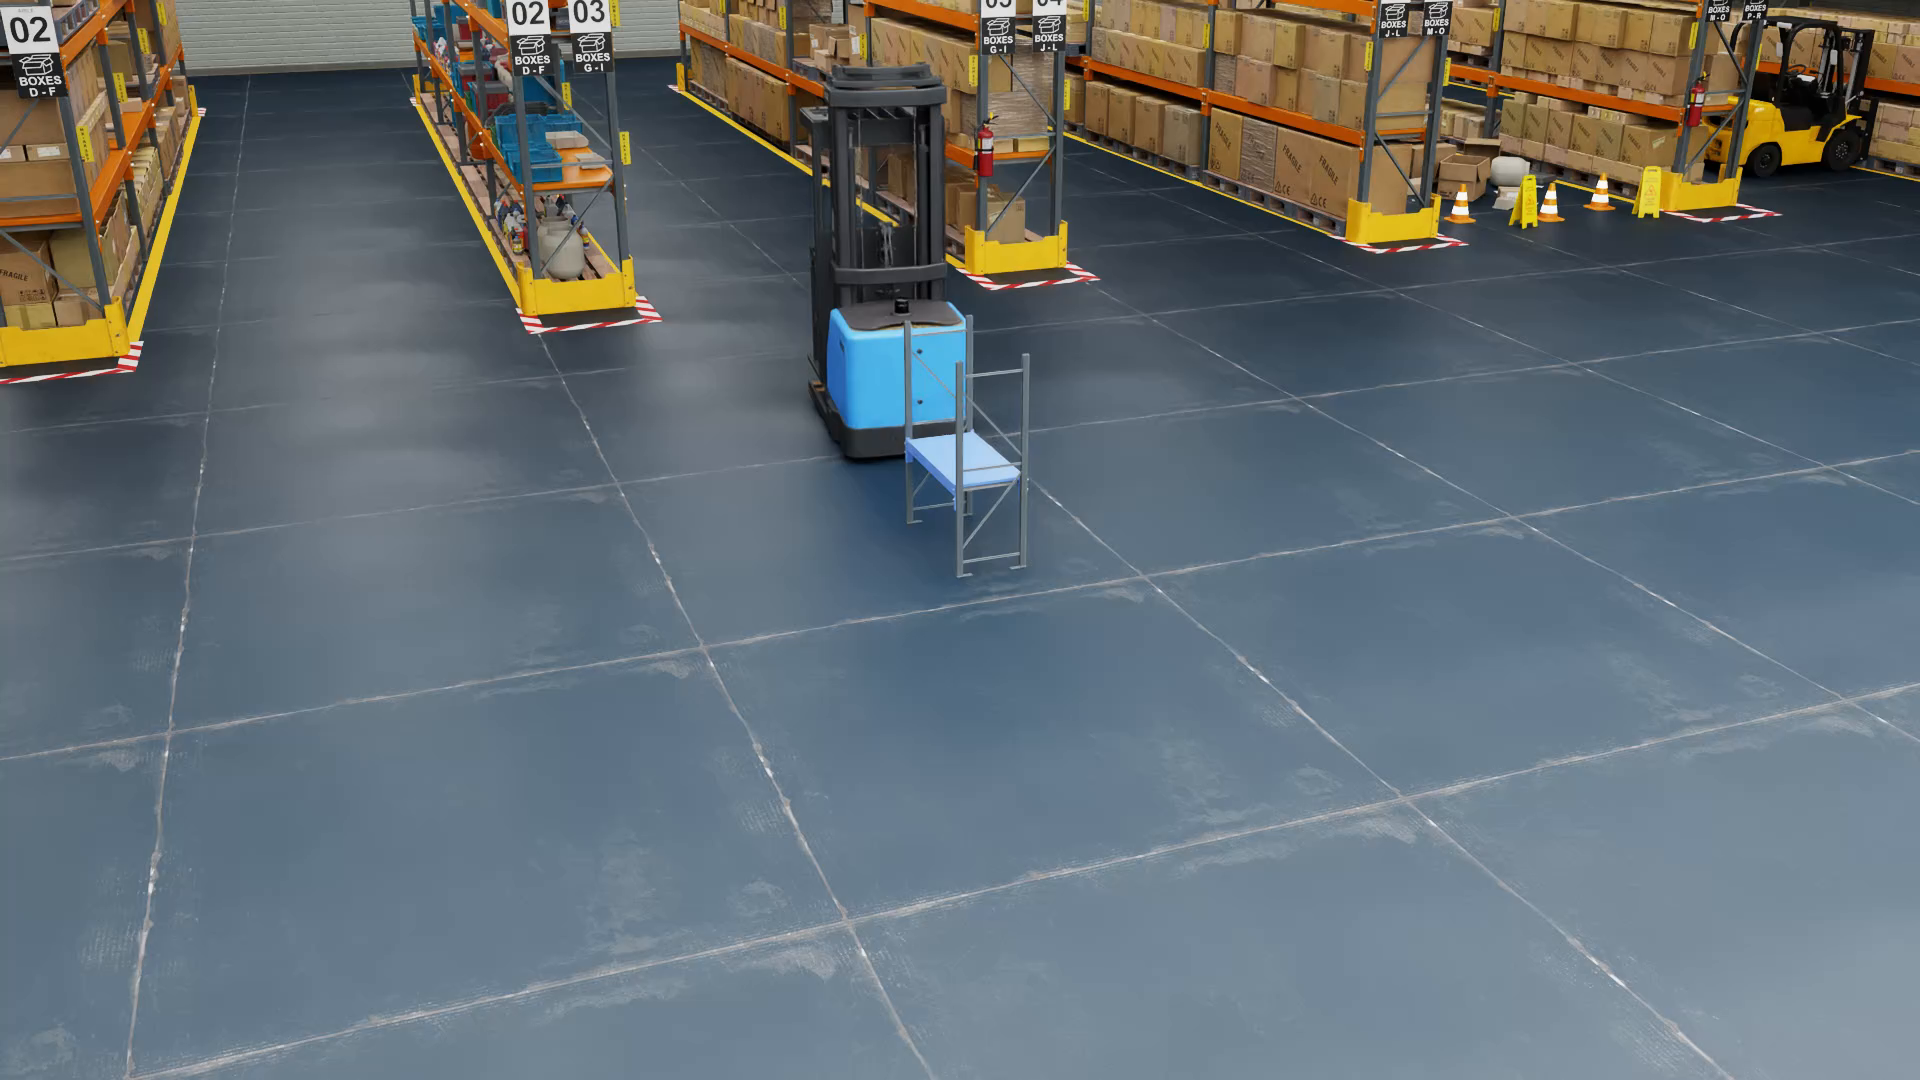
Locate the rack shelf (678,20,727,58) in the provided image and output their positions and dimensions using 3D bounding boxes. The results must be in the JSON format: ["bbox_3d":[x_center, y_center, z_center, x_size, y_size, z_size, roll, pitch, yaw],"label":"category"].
[{"bbox_3d":[-4.273,-9.259,30.781,1.077,0.370,4.000,-8,24,-19],"label":"rack shelf"}]

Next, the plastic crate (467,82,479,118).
[{"bbox_3d":[-6.054,-5.628,21.261,0.392,0.384,0.575,-8,24,-19],"label":"plastic crate"}]

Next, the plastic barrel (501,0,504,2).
[{"bbox_3d":[-4.482,-5.883,17.201,0.600,0.588,0.600,0,23,0],"label":"plastic barrel"}]

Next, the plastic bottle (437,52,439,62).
[{"bbox_3d":[-8.214,-7.658,26.313,0.097,0.201,0.097,0,23,0],"label":"plastic bottle"}]

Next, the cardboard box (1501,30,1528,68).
[{"bbox_3d":[8.426,-7.302,24.700,0.500,0.500,0.500,-8,24,-19],"label":"cardboard box"}]

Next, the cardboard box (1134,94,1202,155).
[{"bbox_3d":[3.295,-6.322,25.243,1.050,0.750,0.750,-8,24,-19],"label":"cardboard box"}]

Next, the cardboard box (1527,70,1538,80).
[{"bbox_3d":[8.602,-6.865,24.500,0.380,0.149,0.250,-8,24,-19],"label":"cardboard box"}]

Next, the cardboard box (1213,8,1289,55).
[{"bbox_3d":[4.034,-7.029,22.980,0.875,0.550,0.550,-8,24,-19],"label":"cardboard box"}]

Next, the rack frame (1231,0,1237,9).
[{"bbox_3d":[5.705,-10.223,32.144,1.000,3.000,0.127,-8,24,-19],"label":"rack frame"}]

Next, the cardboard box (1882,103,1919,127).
[{"bbox_3d":[13.946,-6.242,24.410,0.500,0.250,0.500,-8,24,-18],"label":"cardboard box"}]

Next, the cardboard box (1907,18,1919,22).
[{"bbox_3d":[14.310,-7.666,24.729,0.380,0.149,0.250,-9,24,-20],"label":"cardboard box"}]

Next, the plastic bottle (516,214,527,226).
[{"bbox_3d":[-5.130,-3.681,19.562,0.152,0.276,0.135,-8,24,-19],"label":"plastic bottle"}]

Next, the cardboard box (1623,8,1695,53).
[{"bbox_3d":[9.388,-6.848,22.335,0.700,0.500,0.500,-8,24,-18],"label":"cardboard box"}]

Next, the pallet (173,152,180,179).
[{"bbox_3d":[-12.078,-5.486,24.495,1.003,0.211,1.213,-8,24,-19],"label":"pallet"}]

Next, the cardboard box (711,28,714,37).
[{"bbox_3d":[-4.253,-9.094,29.788,0.380,0.149,0.250,-8,24,-18],"label":"cardboard box"}]

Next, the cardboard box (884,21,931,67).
[{"bbox_3d":[-0.641,-6.221,20.848,0.500,0.500,0.500,-8,24,-19],"label":"cardboard box"}]

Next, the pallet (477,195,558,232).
[{"bbox_3d":[-5.687,-4.272,21.615,1.003,0.211,1.213,-8,24,-19],"label":"pallet"}]

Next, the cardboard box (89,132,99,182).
[{"bbox_3d":[-9.298,-3.925,17.072,0.700,0.500,0.500,-8,24,-17],"label":"cardboard box"}]

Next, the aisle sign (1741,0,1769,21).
[{"bbox_3d":[10.256,-7.081,21.341,0.394,0.787,0.004,-8,24,-19],"label":"aisle sign"}]

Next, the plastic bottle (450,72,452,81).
[{"bbox_3d":[-7.410,-6.849,24.288,0.061,0.283,0.133,-8,24,-19],"label":"plastic bottle"}]

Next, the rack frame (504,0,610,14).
[{"bbox_3d":[-3.961,-6.588,15.795,1.000,3.000,0.127,-8,24,-19],"label":"rack frame"}]

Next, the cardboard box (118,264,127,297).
[{"bbox_3d":[-8.934,-2.660,17.199,0.500,0.250,0.500,-8,24,-19],"label":"cardboard box"}]

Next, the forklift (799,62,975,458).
[{"bbox_3d":[-0.717,-2.541,14.005,1.130,2.935,3.031,-5,23,-12],"label":"forklift"}]

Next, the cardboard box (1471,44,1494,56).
[{"bbox_3d":[8.091,-7.543,25.568,0.380,0.149,0.250,-8,24,-18],"label":"cardboard box"}]

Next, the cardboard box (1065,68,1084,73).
[{"bbox_3d":[1.847,-7.836,28.191,0.500,0.250,0.500,-8,24,-18],"label":"cardboard box"}]

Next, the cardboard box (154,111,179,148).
[{"bbox_3d":[-12.226,-6.236,25.335,0.500,0.500,0.500,-8,24,-19],"label":"cardboard box"}]

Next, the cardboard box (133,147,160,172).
[{"bbox_3d":[-11.007,-5.081,22.220,0.500,0.311,0.500,-8,24,-18],"label":"cardboard box"}]

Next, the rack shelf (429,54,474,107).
[{"bbox_3d":[-7.493,-7.126,25.721,1.077,0.370,4.000,-8,24,-19],"label":"rack shelf"}]

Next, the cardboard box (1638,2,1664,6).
[{"bbox_3d":[12.028,-9.274,28.927,0.380,0.149,0.250,-8,24,-18],"label":"cardboard box"}]

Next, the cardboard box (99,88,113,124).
[{"bbox_3d":[-10.451,-5.118,19.901,0.500,0.500,0.500,-7,24,-15],"label":"cardboard box"}]

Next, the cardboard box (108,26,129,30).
[{"bbox_3d":[-12.575,-7.301,24.542,0.700,0.500,0.500,-5,23,-11],"label":"cardboard box"}]

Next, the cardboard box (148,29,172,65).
[{"bbox_3d":[-12.760,-7.774,26.205,0.500,0.500,0.500,-8,24,-18],"label":"cardboard box"}]

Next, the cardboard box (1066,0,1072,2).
[{"bbox_3d":[1.796,-9.363,29.120,0.380,0.149,0.250,-9,25,-21],"label":"cardboard box"}]

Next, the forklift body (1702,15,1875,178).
[{"bbox_3d":[12.210,-6.593,24.623,2.313,2.155,1.214,-8,24,-19],"label":"forklift body"}]

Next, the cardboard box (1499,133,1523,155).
[{"bbox_3d":[8.487,-5.992,25.103,0.500,0.250,0.500,-10,25,-21],"label":"cardboard box"}]

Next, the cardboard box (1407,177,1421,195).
[{"bbox_3d":[6.266,-4.969,23.197,0.396,0.266,0.258,-4,23,-10],"label":"cardboard box"}]

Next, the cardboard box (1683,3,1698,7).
[{"bbox_3d":[12.625,-9.152,28.637,0.380,0.149,0.250,-8,24,-17],"label":"cardboard box"}]

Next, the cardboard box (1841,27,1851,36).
[{"bbox_3d":[13.465,-7.723,25.247,0.380,0.149,0.250,-9,25,-21],"label":"cardboard box"}]

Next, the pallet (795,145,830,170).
[{"bbox_3d":[-1.878,-5.841,25.337,1.003,0.211,1.213,-8,24,-19],"label":"pallet"}]

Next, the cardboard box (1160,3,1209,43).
[{"bbox_3d":[3.393,-7.657,24.640,0.700,0.500,0.500,-8,24,-19],"label":"cardboard box"}]

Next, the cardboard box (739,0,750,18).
[{"bbox_3d":[-3.333,-9.141,28.155,0.797,0.503,0.637,-9,24,-20],"label":"cardboard box"}]

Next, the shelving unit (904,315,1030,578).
[{"bbox_3d":[0.030,-0.660,11.385,0.538,1.500,1.048,-8,24,-19],"label":"shelving unit"}]

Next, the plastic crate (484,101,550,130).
[{"bbox_3d":[-5.308,-5.041,19.928,0.767,0.338,0.504,-8,24,-19],"label":"plastic crate"}]

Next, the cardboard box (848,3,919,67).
[{"bbox_3d":[-0.890,-6.735,22.553,1.000,1.000,1.000,-8,24,-19],"label":"cardboard box"}]

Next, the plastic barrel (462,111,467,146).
[{"bbox_3d":[-7.374,-6.399,25.634,0.600,0.588,0.708,-8,24,-19],"label":"plastic barrel"}]

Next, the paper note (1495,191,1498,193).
[{"bbox_3d":[7.588,-4.889,23.326,0.148,0.019,0.142,0,23,-1],"label":"paper note"}]

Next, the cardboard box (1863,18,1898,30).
[{"bbox_3d":[13.715,-7.685,24.775,0.380,0.149,0.250,-8,24,-18],"label":"cardboard box"}]

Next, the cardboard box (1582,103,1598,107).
[{"bbox_3d":[9.172,-6.226,24.693,0.500,0.500,0.500,-8,24,-18],"label":"cardboard box"}]

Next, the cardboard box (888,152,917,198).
[{"bbox_3d":[-0.636,-4.848,22.067,0.500,0.500,0.500,-9,25,-21],"label":"cardboard box"}]

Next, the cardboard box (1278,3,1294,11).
[{"bbox_3d":[6.141,-9.630,30.285,0.500,0.250,0.500,-9,25,-21],"label":"cardboard box"}]

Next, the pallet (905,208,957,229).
[{"bbox_3d":[-0.035,-3.989,20.942,1.003,0.211,1.213,-8,24,-19],"label":"pallet"}]

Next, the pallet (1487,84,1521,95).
[{"bbox_3d":[11.105,-8.886,32.562,1.003,0.211,1.213,-8,24,-19],"label":"pallet"}]

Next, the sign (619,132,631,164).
[{"bbox_3d":[-3.444,-4.025,17.082,0.100,0.325,0.005,-8,24,-19],"label":"sign"}]

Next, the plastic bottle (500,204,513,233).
[{"bbox_3d":[-5.410,-3.840,19.844,0.144,0.351,0.185,-9,25,-21],"label":"plastic bottle"}]

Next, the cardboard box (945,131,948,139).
[{"bbox_3d":[0.032,-4.827,19.664,0.380,0.149,0.250,-8,24,-19],"label":"cardboard box"}]

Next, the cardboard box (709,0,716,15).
[{"bbox_3d":[-4.152,-9.590,29.486,0.500,0.500,0.500,-8,24,-18],"label":"cardboard box"}]

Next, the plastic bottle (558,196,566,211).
[{"bbox_3d":[-4.809,-3.995,20.211,0.144,0.351,0.185,-10,25,-22],"label":"plastic bottle"}]

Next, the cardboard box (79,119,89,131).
[{"bbox_3d":[-8.990,-4.130,16.724,0.380,0.149,0.250,-9,24,-20],"label":"cardboard box"}]

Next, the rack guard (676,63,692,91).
[{"bbox_3d":[-4.988,-9.174,32.872,1.175,0.500,0.348,-8,24,-19],"label":"rack guard"}]

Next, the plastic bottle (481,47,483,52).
[{"bbox_3d":[-7.432,-7.553,25.973,0.097,0.271,0.097,0,23,0],"label":"plastic bottle"}]
